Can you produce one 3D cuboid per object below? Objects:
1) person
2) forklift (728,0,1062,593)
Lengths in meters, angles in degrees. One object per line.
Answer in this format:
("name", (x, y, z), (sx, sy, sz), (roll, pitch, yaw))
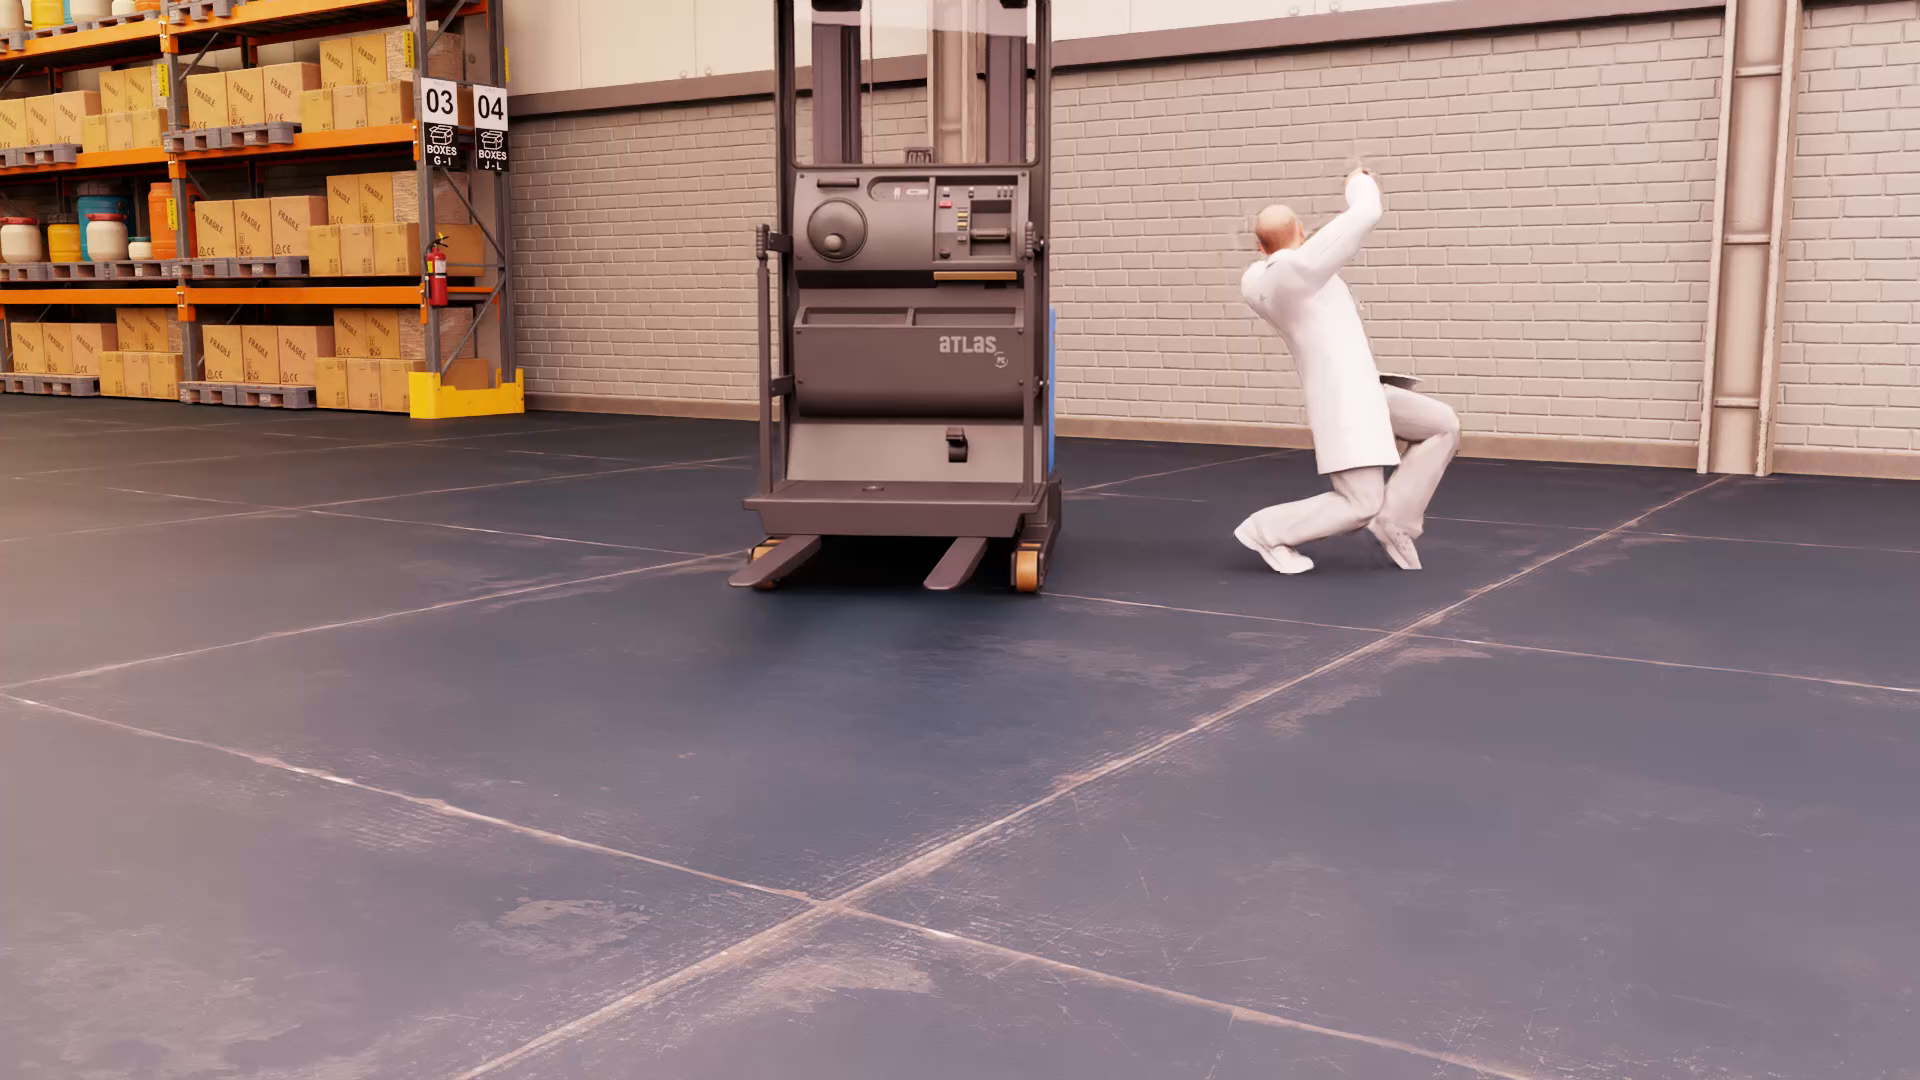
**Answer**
("person", (1.598, -0.682, 6.855), (0.892, 1.645, 1.169), (2, 8, 11))
("forklift", (-0.211, -1.301, 6.341), (1.130, 2.935, 3.031), (1, 8, 6))
